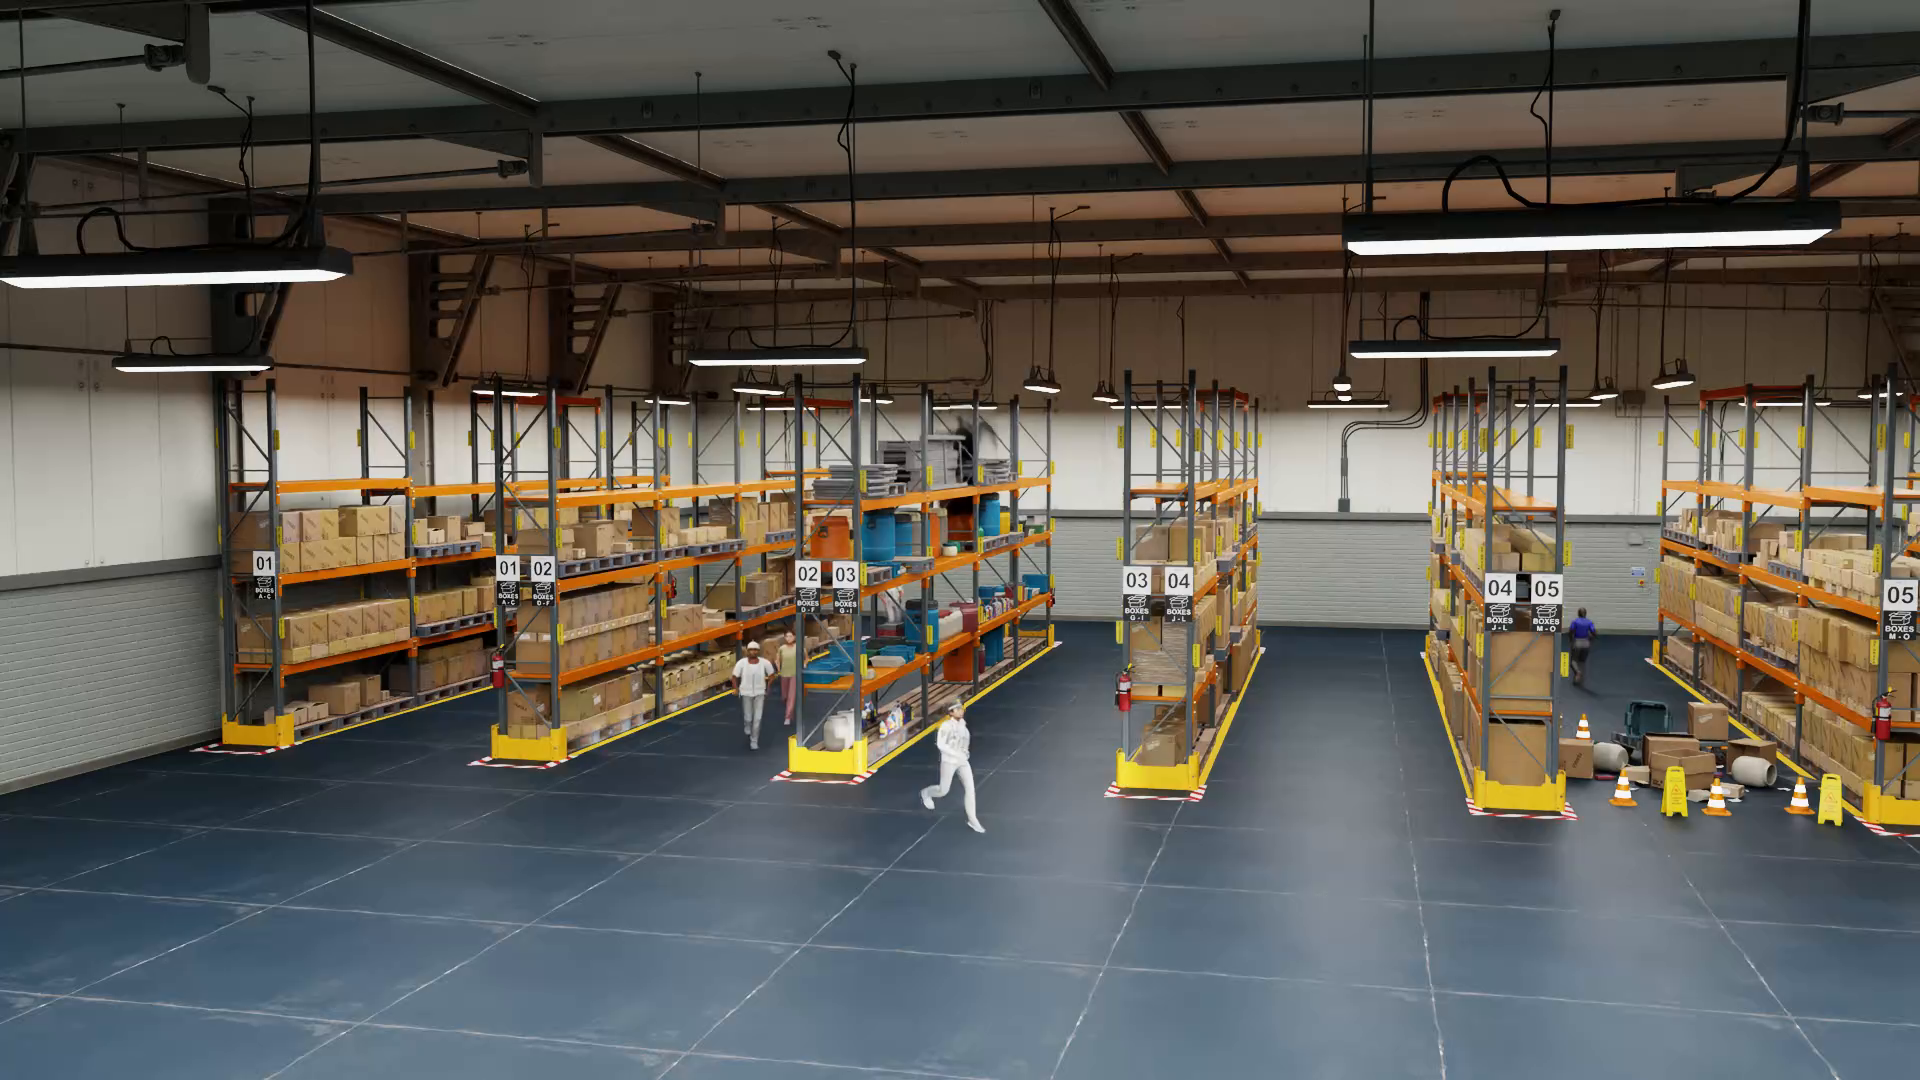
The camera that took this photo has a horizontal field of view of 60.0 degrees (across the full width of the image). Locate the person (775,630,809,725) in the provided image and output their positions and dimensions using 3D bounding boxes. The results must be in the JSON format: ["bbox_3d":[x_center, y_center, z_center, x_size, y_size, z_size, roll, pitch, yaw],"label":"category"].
[{"bbox_3d":[-2.996,2.417,29.509,0.593,1.635,0.894,0,3,5],"label":"person"}]

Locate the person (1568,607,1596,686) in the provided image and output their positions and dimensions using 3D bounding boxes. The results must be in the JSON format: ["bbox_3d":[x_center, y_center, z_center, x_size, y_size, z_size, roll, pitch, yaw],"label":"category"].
[{"bbox_3d":[12.649,2.171,33.874,0.555,1.596,0.550,0,3,5],"label":"person"}]

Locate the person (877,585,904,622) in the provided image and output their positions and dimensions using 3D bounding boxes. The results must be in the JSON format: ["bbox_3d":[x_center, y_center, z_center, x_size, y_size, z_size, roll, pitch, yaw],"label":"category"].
[{"bbox_3d":[-1.729,1.633,41.665,0.668,1.787,0.836,-1,4,-16],"label":"person"}]

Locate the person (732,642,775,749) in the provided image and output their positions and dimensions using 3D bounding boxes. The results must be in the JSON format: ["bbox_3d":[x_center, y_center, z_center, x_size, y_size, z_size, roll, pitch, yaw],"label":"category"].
[{"bbox_3d":[-3.376,2.522,27.227,0.710,1.736,0.654,-1,3,-9],"label":"person"}]

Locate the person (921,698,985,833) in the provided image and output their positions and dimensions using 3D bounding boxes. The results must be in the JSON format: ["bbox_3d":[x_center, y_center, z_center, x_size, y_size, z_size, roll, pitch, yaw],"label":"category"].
[{"bbox_3d":[-0.100,2.887,21.535,0.586,1.695,1.080,-3,5,-41],"label":"person"}]
